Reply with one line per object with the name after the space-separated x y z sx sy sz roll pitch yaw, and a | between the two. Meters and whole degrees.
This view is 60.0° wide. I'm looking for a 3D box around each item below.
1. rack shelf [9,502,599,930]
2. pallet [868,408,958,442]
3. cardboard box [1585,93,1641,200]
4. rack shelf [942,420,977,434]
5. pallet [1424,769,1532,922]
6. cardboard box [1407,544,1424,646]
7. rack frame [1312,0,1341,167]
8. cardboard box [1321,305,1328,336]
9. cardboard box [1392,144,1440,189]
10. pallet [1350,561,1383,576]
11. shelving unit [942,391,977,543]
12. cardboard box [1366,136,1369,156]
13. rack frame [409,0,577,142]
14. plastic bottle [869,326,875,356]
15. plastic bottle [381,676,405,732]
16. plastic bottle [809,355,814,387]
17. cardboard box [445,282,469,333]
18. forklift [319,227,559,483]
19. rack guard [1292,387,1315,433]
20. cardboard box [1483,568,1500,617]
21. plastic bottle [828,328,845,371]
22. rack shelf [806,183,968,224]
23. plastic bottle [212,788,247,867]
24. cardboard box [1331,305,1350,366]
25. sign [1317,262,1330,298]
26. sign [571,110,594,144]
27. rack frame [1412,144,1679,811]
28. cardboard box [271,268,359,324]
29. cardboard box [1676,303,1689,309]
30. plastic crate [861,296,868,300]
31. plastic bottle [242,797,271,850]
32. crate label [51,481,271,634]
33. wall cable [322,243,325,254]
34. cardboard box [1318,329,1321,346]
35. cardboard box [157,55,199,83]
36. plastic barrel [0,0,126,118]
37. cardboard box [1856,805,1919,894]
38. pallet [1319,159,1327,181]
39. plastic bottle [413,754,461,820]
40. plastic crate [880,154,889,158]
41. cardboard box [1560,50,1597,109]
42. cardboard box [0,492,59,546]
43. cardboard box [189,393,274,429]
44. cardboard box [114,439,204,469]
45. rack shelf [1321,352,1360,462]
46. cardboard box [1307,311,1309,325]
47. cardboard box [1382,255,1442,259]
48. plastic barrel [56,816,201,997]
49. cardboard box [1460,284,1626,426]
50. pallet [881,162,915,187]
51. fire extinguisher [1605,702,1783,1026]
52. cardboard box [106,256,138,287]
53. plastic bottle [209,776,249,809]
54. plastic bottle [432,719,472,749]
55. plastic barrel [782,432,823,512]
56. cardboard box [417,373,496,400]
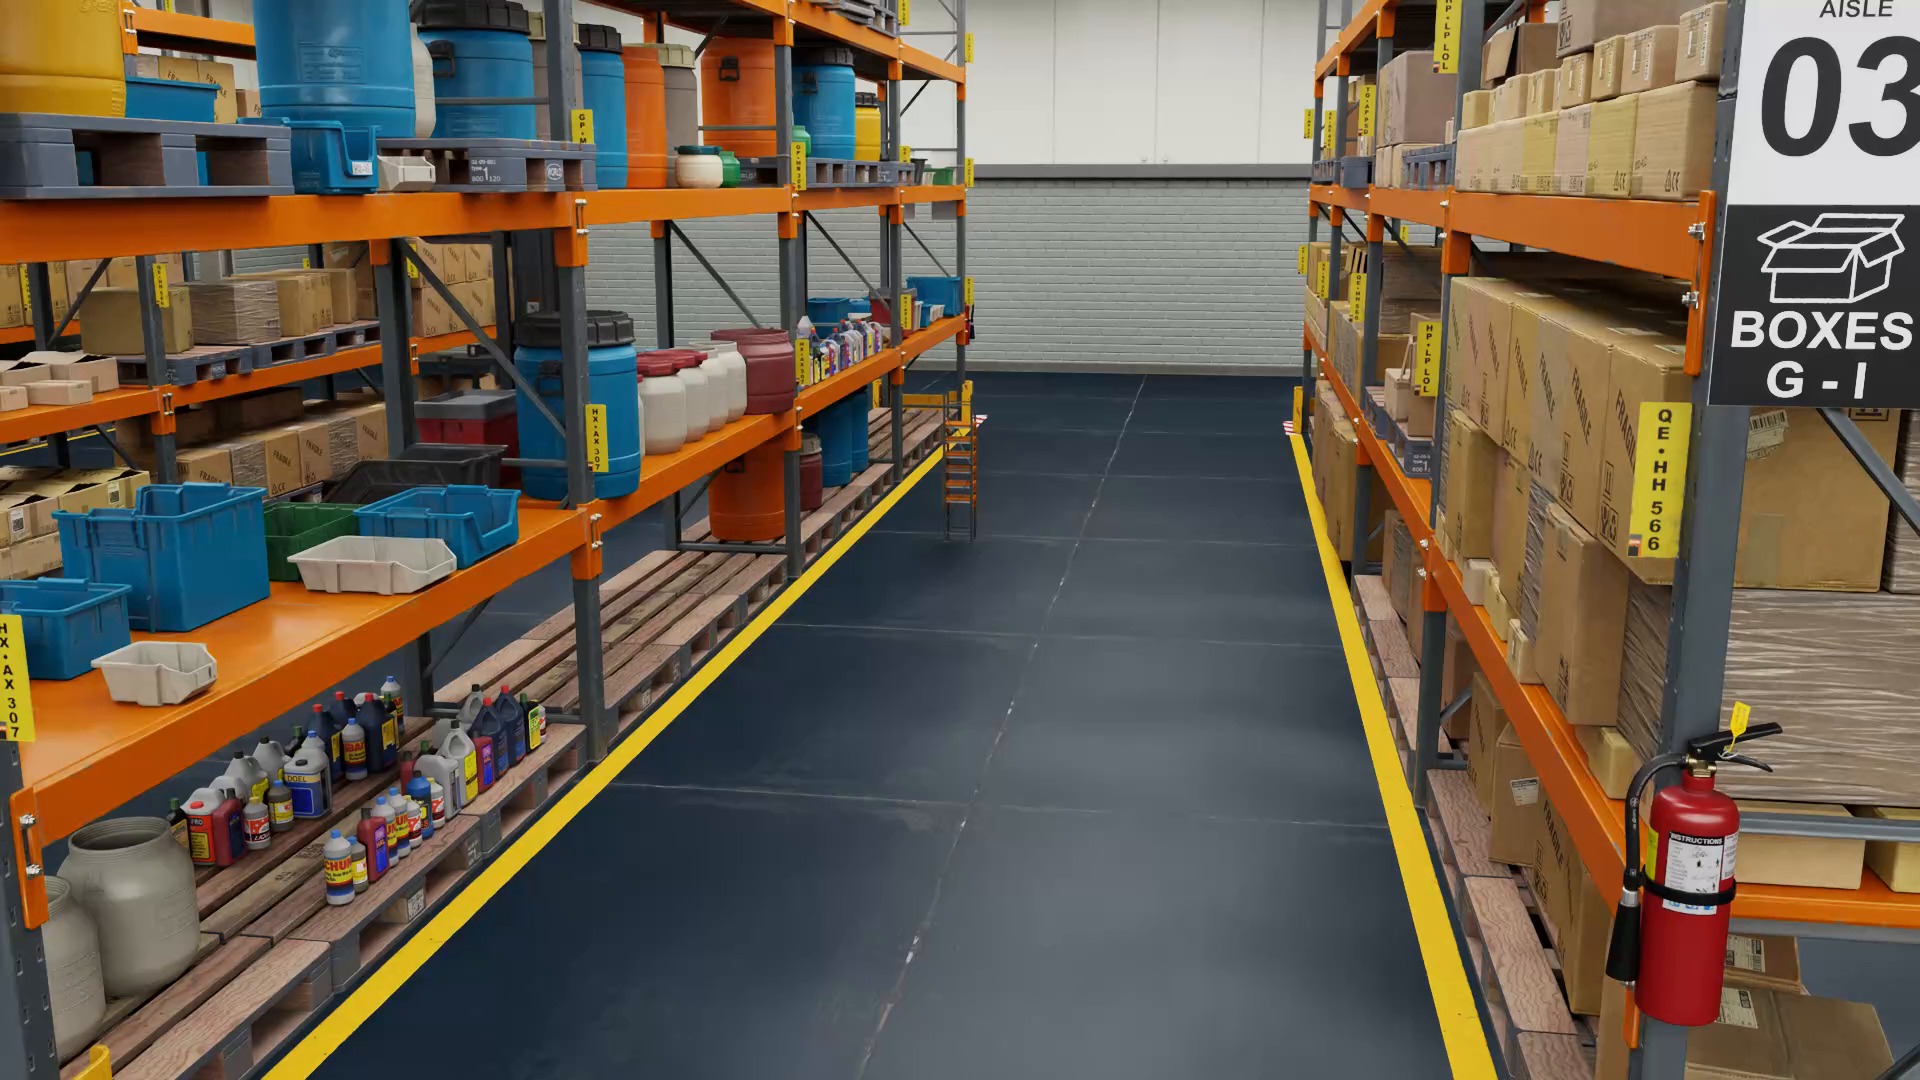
-2.592 0.395 6.249 1.077 0.370 4.000 2 12 9 | rack shelf
-0.604 -1.338 19.200 1.003 0.211 1.213 2 12 9 | pallet
1.891 -0.986 4.184 0.500 0.250 0.500 2 12 9 | cardboard box
-0.002 -0.892 13.287 0.258 0.103 0.180 2 12 9 | rack shelf
2.541 1.291 7.001 1.003 0.211 1.213 2 12 9 | pallet
2.988 0.336 9.705 0.700 0.500 0.500 3 13 13 | cardboard box
4.455 -5.643 18.320 1.000 3.000 0.127 2 12 9 | rack frame
3.648 -2.051 15.539 0.500 0.250 0.500 2 12 8 | cardboard box
2.752 -2.135 9.515 0.500 0.250 0.500 2 12 10 | cardboard box
3.420 0.156 12.269 1.003 0.211 1.213 2 12 9 | pallet
-0.002 -0.584 13.353 0.258 1.200 0.189 2 12 9 | shelving unit
3.517 -3.194 12.830 0.797 0.503 0.637 2 12 8 | cardboard box
-2.285 -3.306 7.473 1.000 3.000 0.127 2 12 9 | rack frame
-0.852 -1.809 15.064 0.152 0.276 0.135 2 12 9 | plastic bottle
-2.767 0.798 8.105 0.097 0.271 0.097 0 12 0 | plastic bottle
-1.213 -1.321 12.799 0.152 0.276 0.135 2 12 9 | plastic bottle
-5.525 -2.453 17.517 0.500 0.500 0.500 2 12 10 | cardboard box
-4.250 -1.826 15.007 3.031 2.935 1.130 0 12 -2 | forklift
4.458 -1.494 19.238 1.175 0.500 0.348 2 12 9 | rack guard
2.111 0.206 6.014 0.380 0.149 0.250 2 12 9 | cardboard box
-1.042 -1.583 13.837 0.144 0.351 0.185 2 12 9 | plastic bottle
-0.747 -3.570 17.525 1.077 0.370 4.000 2 12 9 | rack shelf
-2.880 1.127 6.545 0.061 0.283 0.133 2 12 9 | plastic bottle
3.445 -1.735 14.185 0.500 0.500 0.500 2 12 9 | cardboard box
3.291 -2.358 15.071 0.100 0.325 0.005 2 12 9 | sign
-1.743 -1.824 7.695 0.100 0.325 0.005 2 12 9 | sign
2.609 -0.213 7.361 1.000 3.000 0.127 2 12 9 | rack frame
-6.242 -2.363 16.103 0.700 0.500 0.500 -2 12 -10 | cardboard box
2.578 -0.481 5.289 0.500 0.500 0.500 2 12 9 | cardboard box
-0.904 -2.641 18.883 0.416 0.233 0.300 2 12 9 | plastic crate
-2.837 1.135 6.703 0.097 0.201 0.097 0 12 0 | plastic bottle
-2.884 0.050 6.057 0.502 0.435 0.616 2 12 9 | crate label
-9.005 -5.773 26.291 3.097 2.526 0.112 2 12 9 | wall cable
3.642 -1.936 15.955 0.380 0.149 0.250 2 12 8 | cardboard box
-6.412 -3.568 13.199 0.500 0.500 0.500 2 12 9 | cardboard box
-2.850 -1.546 4.982 0.600 0.588 0.600 0 12 0 | plastic barrel
2.273 0.691 3.763 0.380 0.149 0.250 2 12 9 | cardboard box
4.166 -3.724 16.745 1.003 0.211 1.213 2 12 9 | pallet
-2.207 1.027 7.027 0.152 0.276 0.135 2 12 10 | plastic bottle
-0.946 -3.998 17.953 0.504 0.338 0.767 2 12 9 | plastic crate
1.936 -1.307 4.726 0.380 0.149 0.250 1 12 6 | cardboard box
-6.555 -0.172 11.371 0.500 0.311 0.500 2 12 8 | cardboard box
-6.494 -1.154 14.838 0.500 0.250 0.500 2 12 8 | cardboard box
-6.652 -0.563 13.873 0.500 0.500 0.500 2 12 11 | cardboard box
3.532 -1.110 13.232 1.077 0.370 4.000 2 12 9 | rack shelf
3.997 -2.418 18.190 0.380 0.149 0.250 2 12 7 | cardboard box
3.456 -1.872 12.441 0.797 0.503 0.637 2 12 10 | cardboard box
-2.797 1.226 5.591 0.421 0.512 0.421 0 12 0 | plastic barrel
2.213 -0.706 6.334 0.500 0.500 0.500 2 12 9 | cardboard box
-1.079 -3.246 14.765 1.213 0.211 1.003 2 12 9 | pallet
1.521 0.667 3.464 0.296 0.674 0.183 2 12 9 | fire extinguisher
-10.398 -3.081 19.956 0.980 0.700 0.700 2 12 8 | cardboard box
-2.964 1.099 6.696 0.152 0.276 0.135 2 12 7 | plastic bottle
-2.279 0.927 7.493 0.152 0.276 0.135 2 12 9 | plastic bottle
-1.438 -0.570 13.745 0.600 0.588 0.708 2 12 9 | plastic barrel
-5.664 -1.586 18.613 0.797 0.503 0.637 2 12 9 | cardboard box
